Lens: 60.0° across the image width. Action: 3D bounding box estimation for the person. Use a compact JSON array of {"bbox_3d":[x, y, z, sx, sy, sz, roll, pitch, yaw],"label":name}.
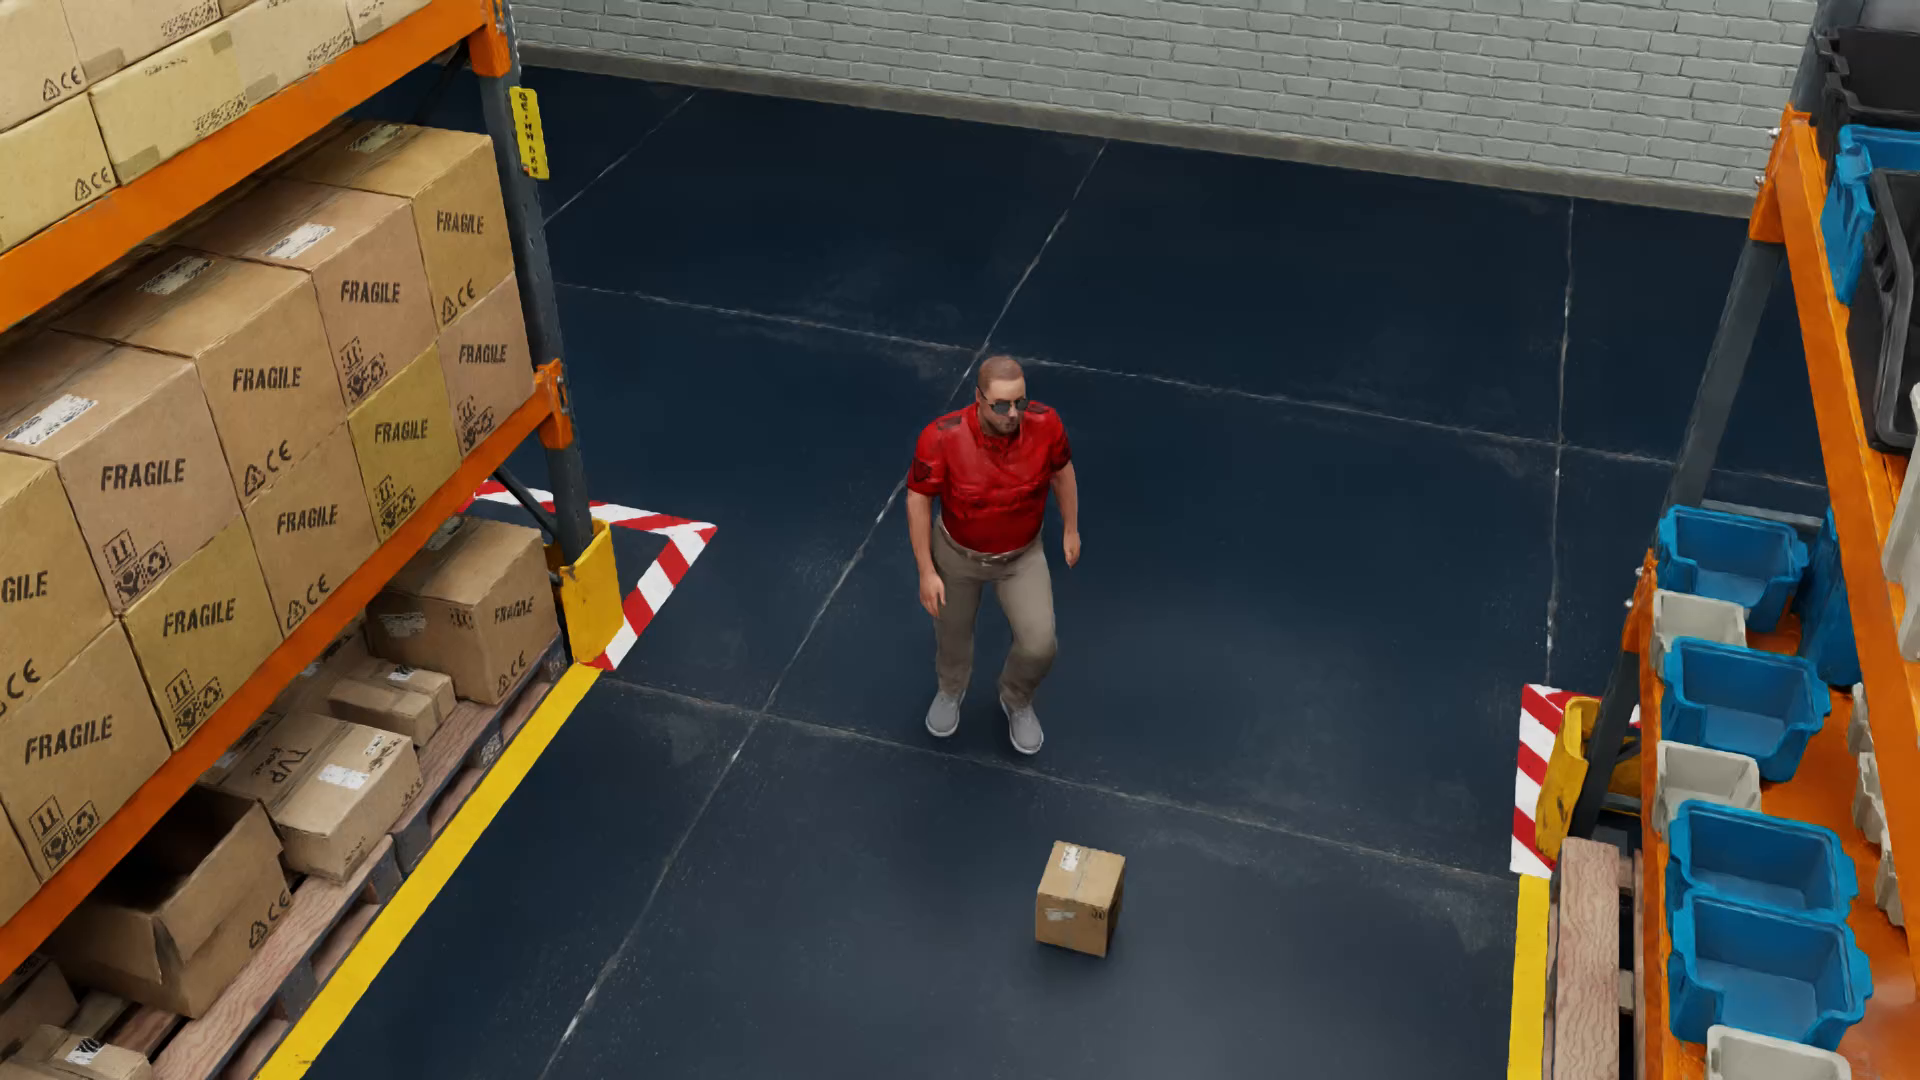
[{"bbox_3d":[0.131,0.041,6.107,0.667,1.705,0.483,-5,37,-7],"label":"person"}]
